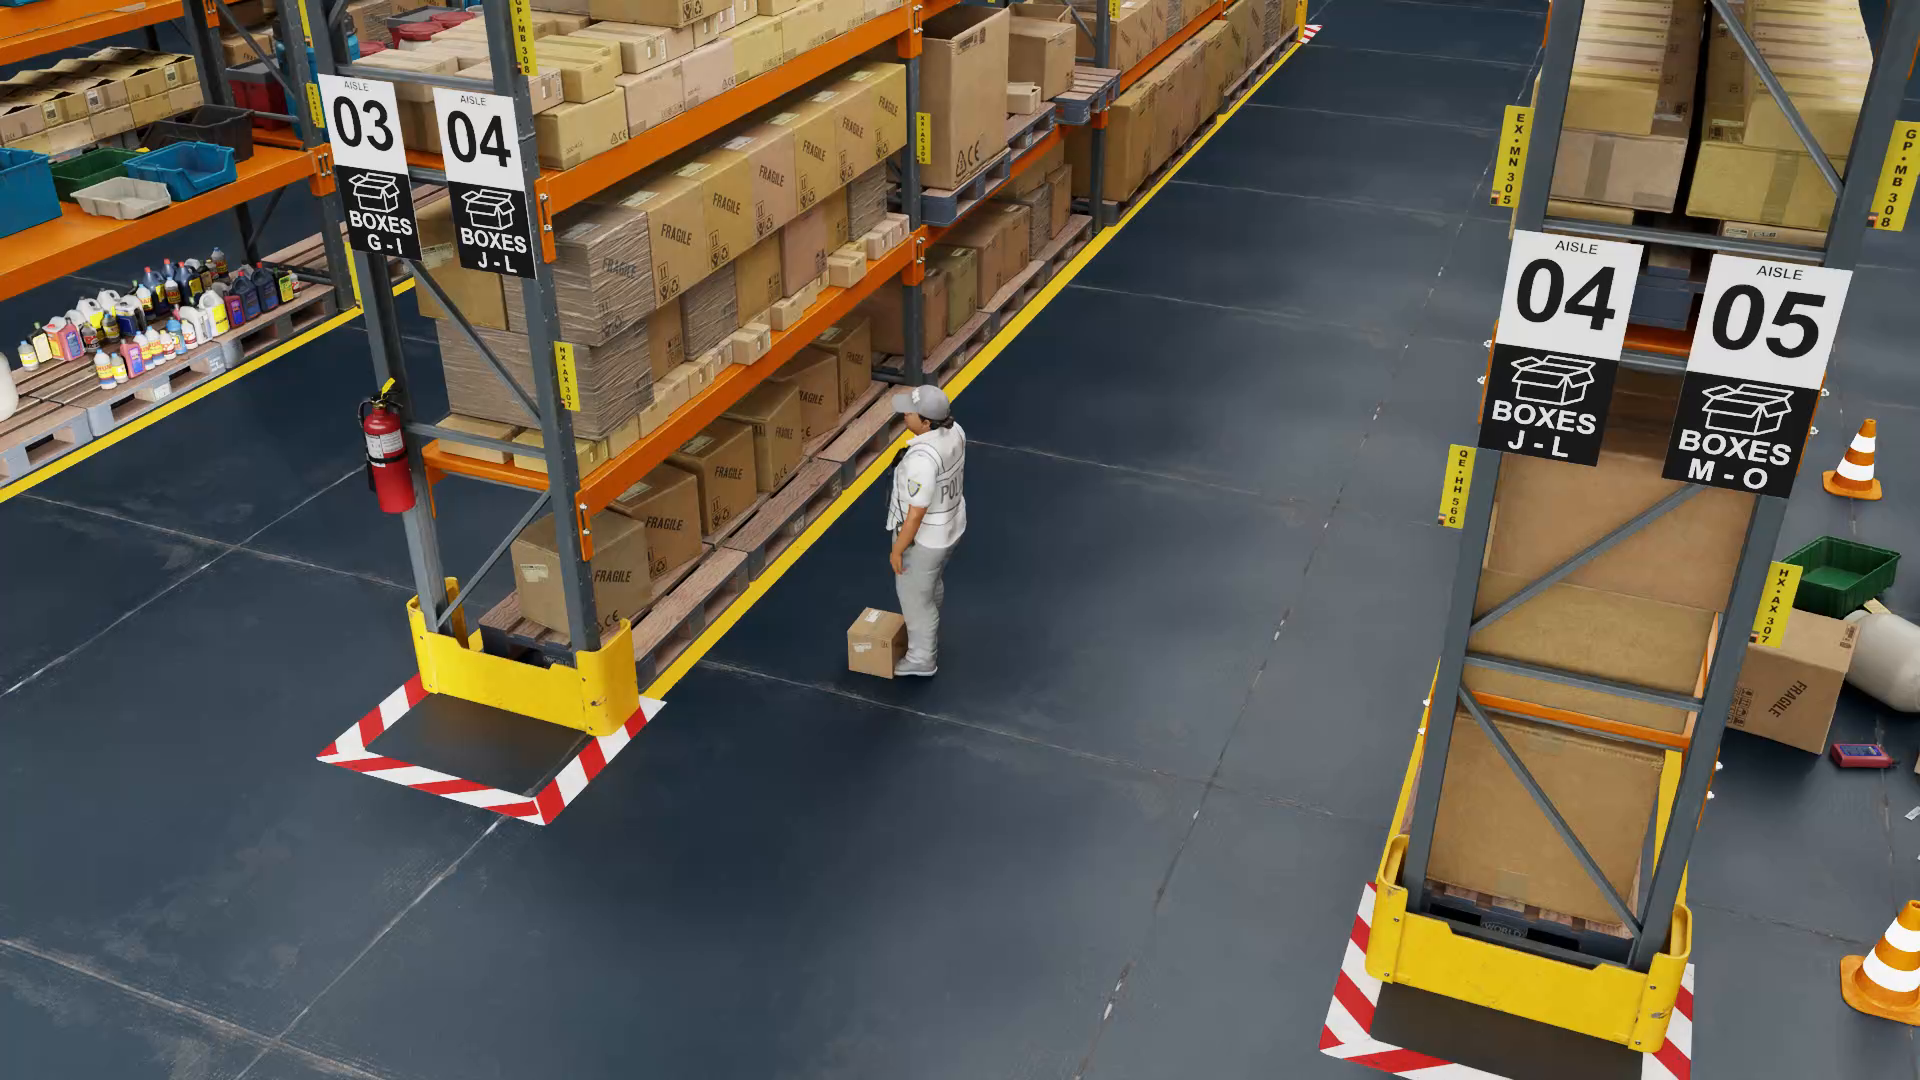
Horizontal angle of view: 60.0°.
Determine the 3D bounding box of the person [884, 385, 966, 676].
[{"bbox_3d":[-0.243,-0.059,8.469,0.524,1.671,0.599,11,32,19],"label":"person"}]
